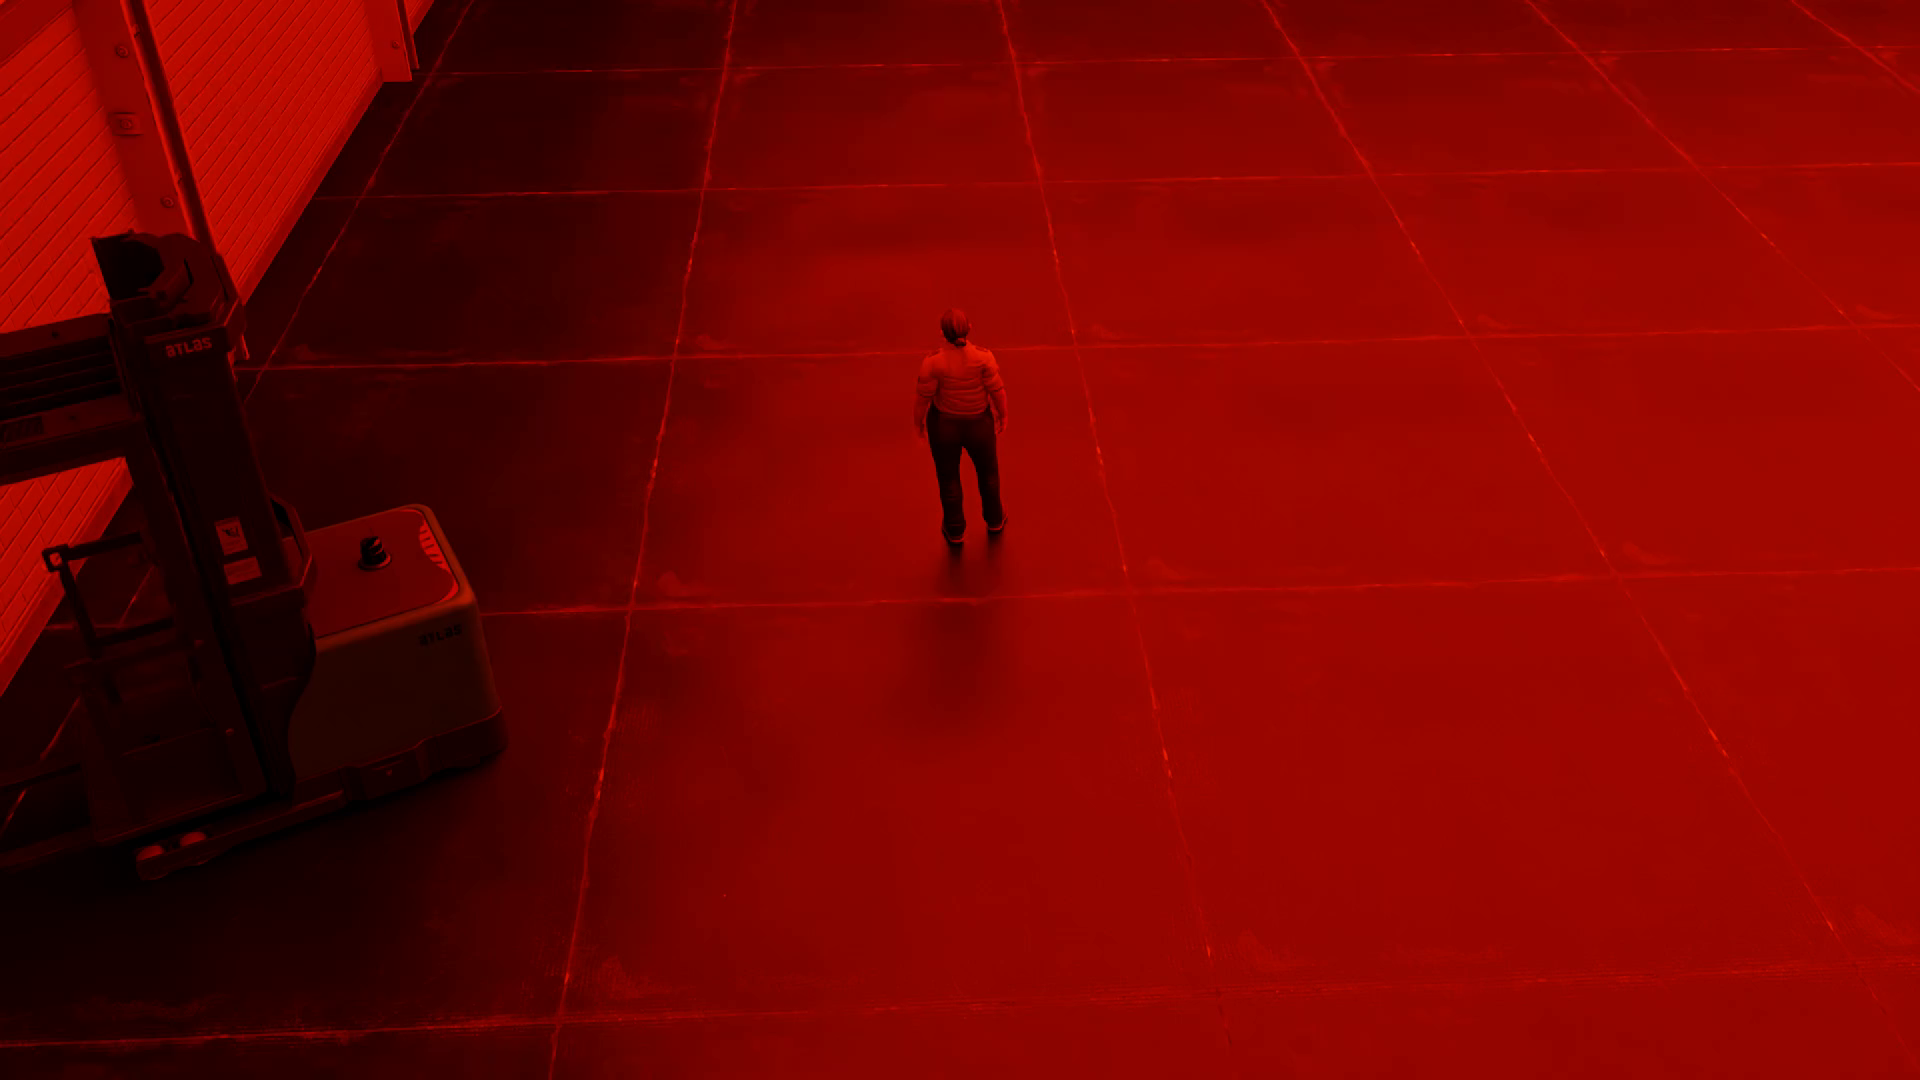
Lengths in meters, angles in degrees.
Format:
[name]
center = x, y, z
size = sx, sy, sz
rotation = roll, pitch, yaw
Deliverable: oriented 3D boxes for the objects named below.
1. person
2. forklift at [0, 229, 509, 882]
[person]
center = 0.018, -0.726, 10.083
size = 0.598, 1.651, 0.503
rotation = -2, 36, -2
[forklift]
center = -3.960, 0.132, 7.830
size = 3.031, 2.935, 1.130
rotation = -18, 40, -23
